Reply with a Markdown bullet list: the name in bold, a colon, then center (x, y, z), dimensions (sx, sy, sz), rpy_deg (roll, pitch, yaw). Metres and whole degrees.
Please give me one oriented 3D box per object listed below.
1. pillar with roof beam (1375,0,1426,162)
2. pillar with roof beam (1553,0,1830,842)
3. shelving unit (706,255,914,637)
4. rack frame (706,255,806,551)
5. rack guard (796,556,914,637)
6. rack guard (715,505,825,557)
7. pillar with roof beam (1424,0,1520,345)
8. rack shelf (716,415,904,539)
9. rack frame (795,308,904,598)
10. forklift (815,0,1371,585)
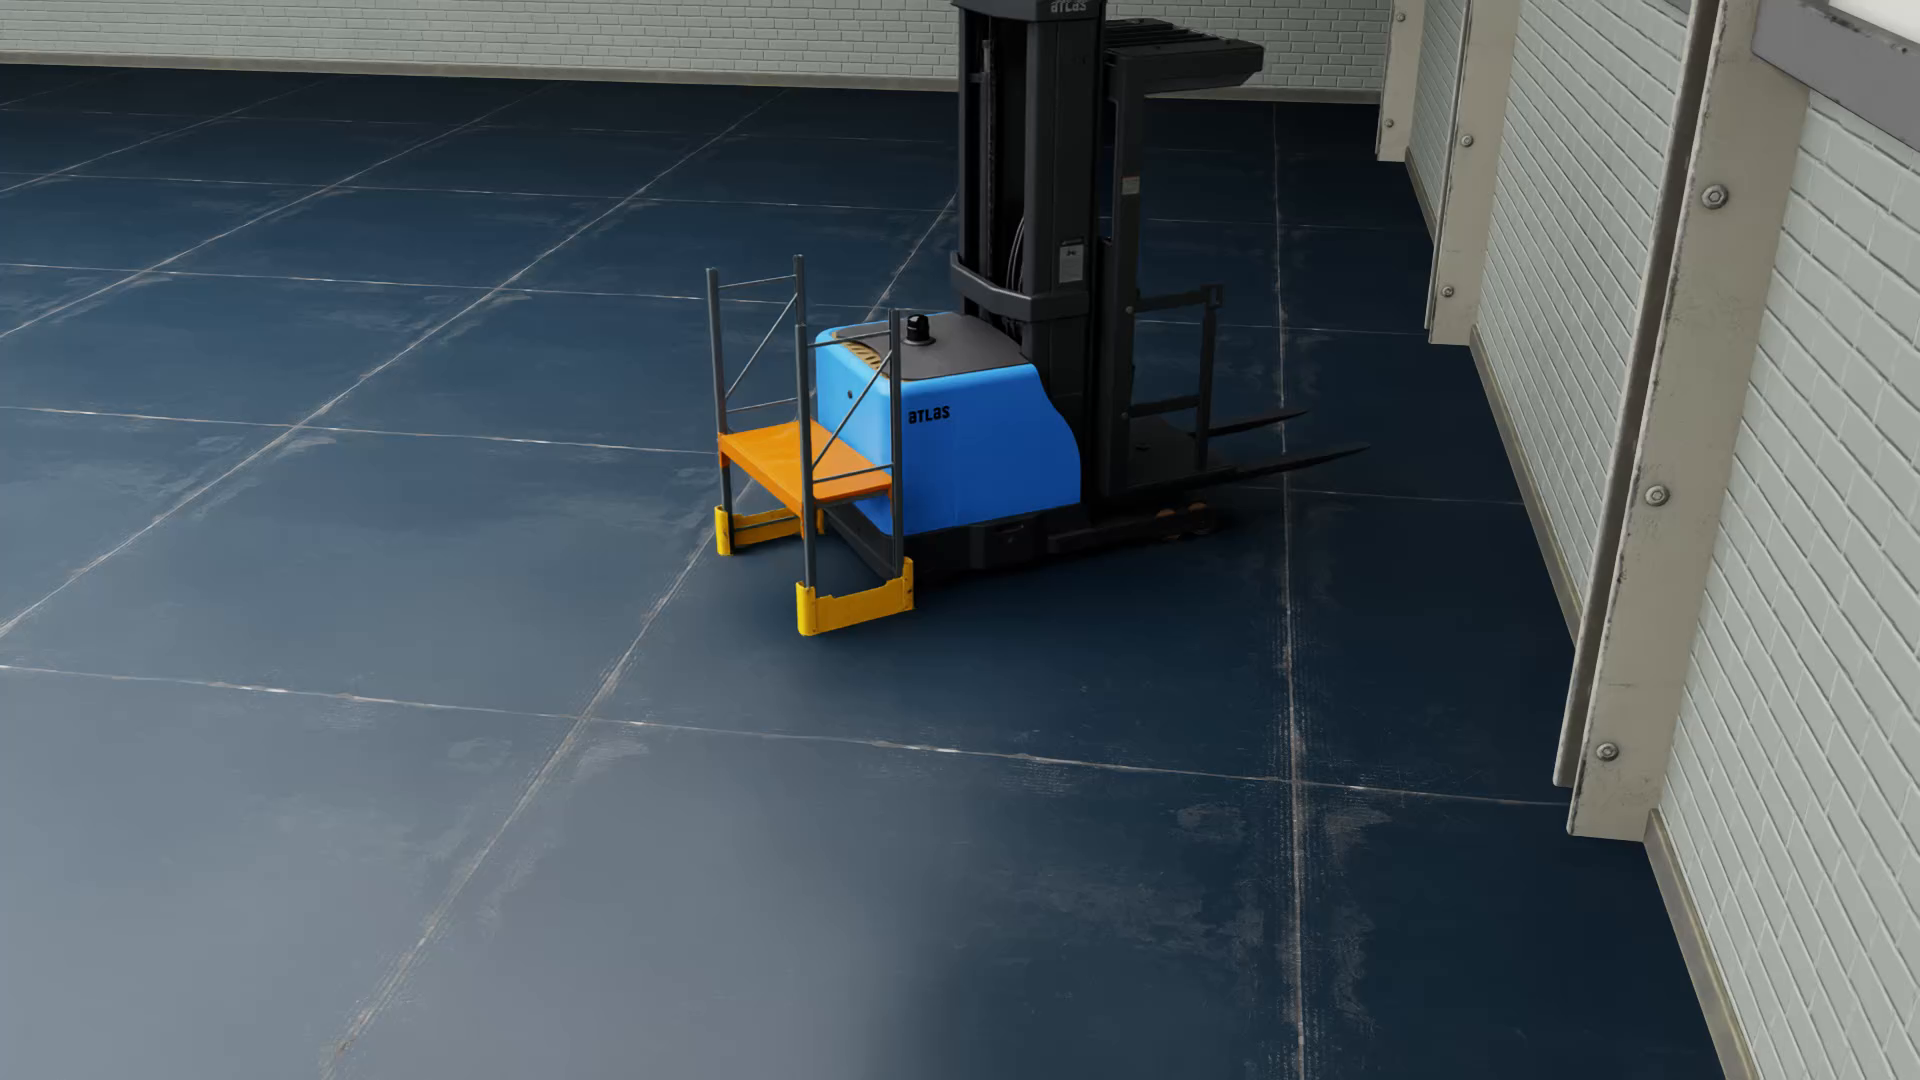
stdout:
- **pillar with roof beam**: center (0.221, -8.340, 15.952), dimensions (9.100, 9.000, 0.400), rpy_deg (4, 25, 9)
- **pillar with roof beam**: center (-1.740, -3.321, 5.230), dimensions (9.100, 9.000, 0.400), rpy_deg (4, 25, 9)
- **shelving unit**: center (-0.740, -0.484, 8.015), dimensions (0.587, 1.500, 1.083), rpy_deg (-14, 28, -27)
- **rack frame**: center (-0.997, -0.674, 8.422), dimensions (0.500, 1.500, 0.032), rpy_deg (-14, 28, -27)
- **rack guard**: center (-0.492, 0.265, 7.888), dimensions (0.587, 0.250, 0.087), rpy_deg (-14, 28, -27)
- **rack guard**: center (-0.987, -0.101, 8.671), dimensions (0.587, 0.250, 0.087), rpy_deg (-14, 28, -27)
- **pillar with roof beam**: center (-0.759, -5.830, 10.591), dimensions (9.100, 9.000, 0.400), rpy_deg (4, 25, 9)
- **rack shelf**: center (-0.744, -0.324, 8.098), dimensions (0.538, 0.185, 1.000), rpy_deg (-14, 28, -27)
- **rack frame**: center (-0.492, -0.300, 7.622), dimensions (0.500, 1.500, 0.032), rpy_deg (-14, 28, -27)
- **forklift**: center (0.805, -1.512, 8.523), dimensions (3.031, 2.935, 1.130), rpy_deg (-11, 27, -22)
